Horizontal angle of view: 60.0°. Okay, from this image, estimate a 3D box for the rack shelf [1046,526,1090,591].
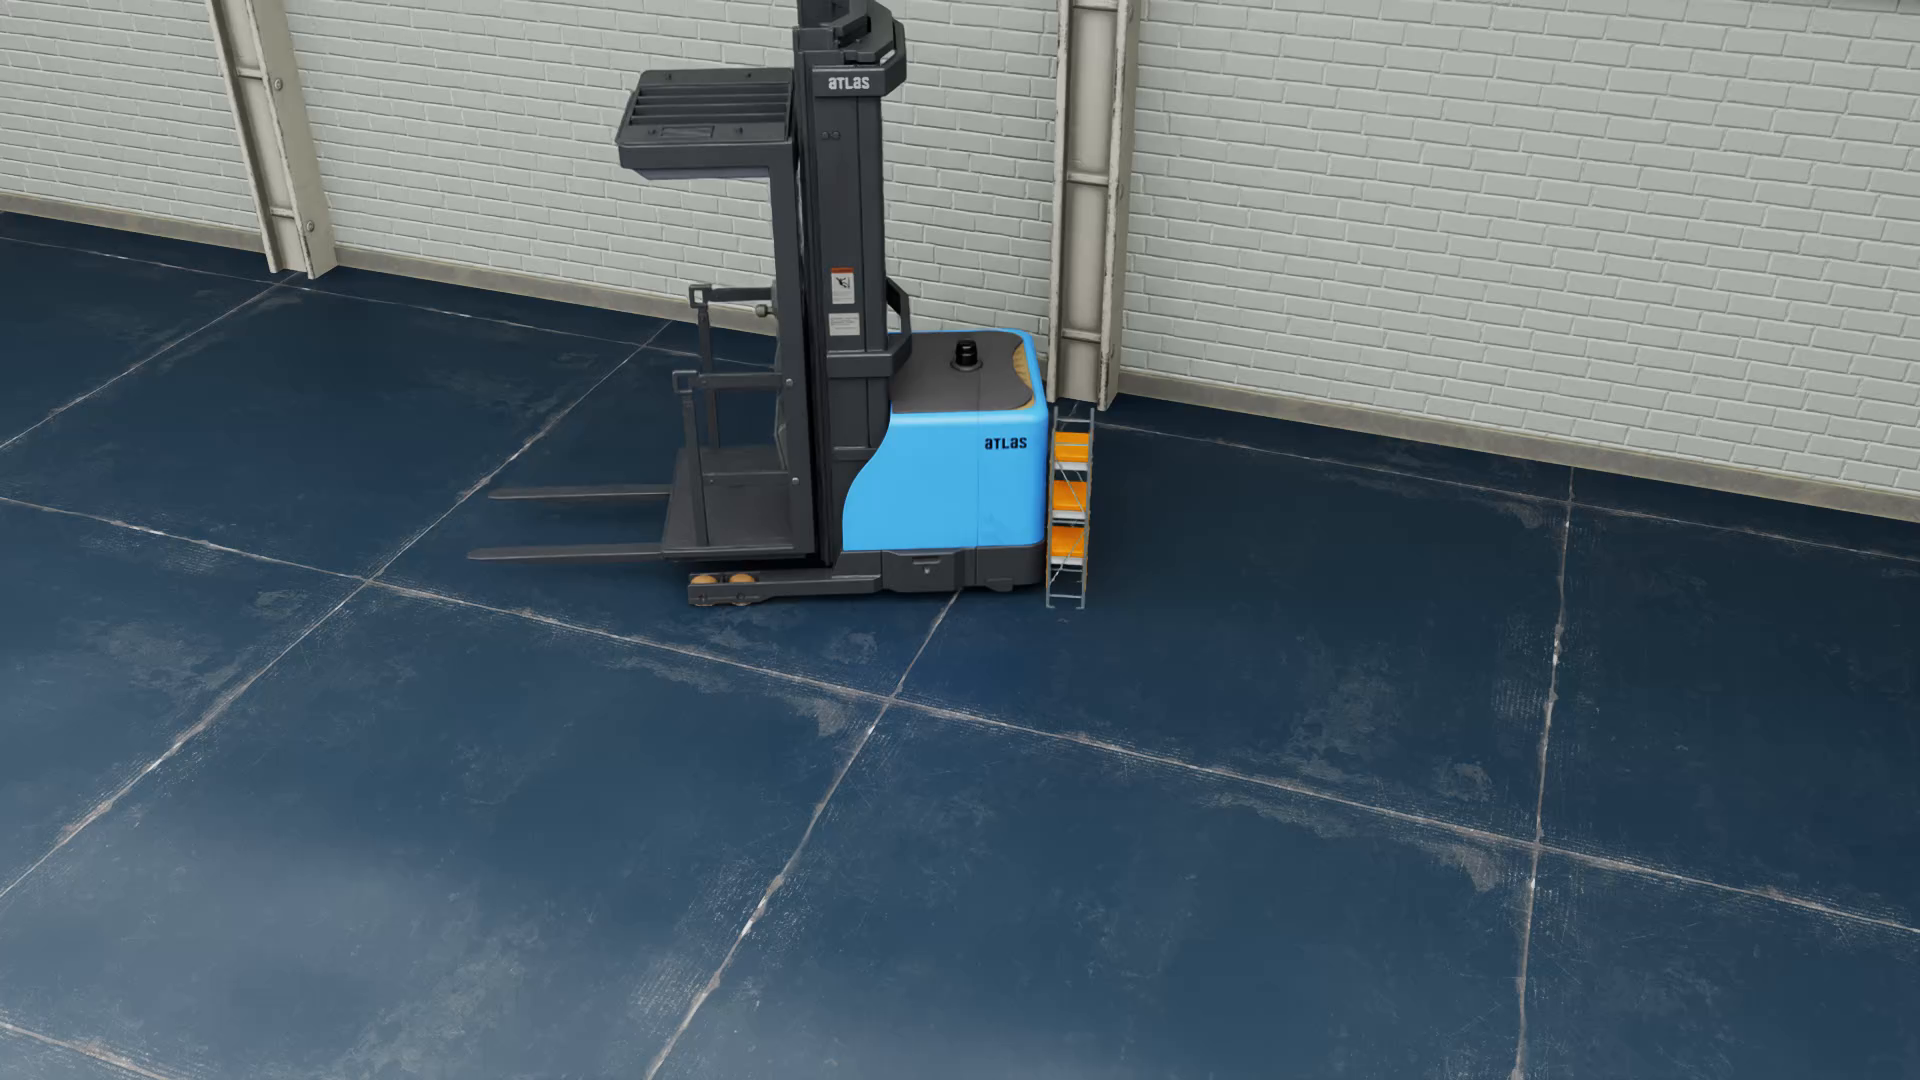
[{"bbox_3d":[0.560,0.087,8.647,0.215,0.259,0.240,3,33,5],"label":"rack shelf"}]

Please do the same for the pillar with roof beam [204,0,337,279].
[{"bbox_3d":[-6.316,-3.606,6.507,0.400,9.000,9.100,11,34,16],"label":"pillar with roof beam"}]

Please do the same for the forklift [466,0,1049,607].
[{"bbox_3d":[-1.082,-1.177,8.340,3.031,2.935,1.130,-2,33,-3],"label":"forklift"}]

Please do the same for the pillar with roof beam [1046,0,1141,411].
[{"bbox_3d":[-0.668,-2.508,4.806,0.400,9.000,9.100,11,34,16],"label":"pillar with roof beam"}]

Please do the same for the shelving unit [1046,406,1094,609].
[{"bbox_3d":[0.560,-0.155,8.491,0.215,1.050,0.252,3,33,5],"label":"shelving unit"}]

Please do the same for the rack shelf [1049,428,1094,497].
[{"bbox_3d":[0.560,-0.385,8.342,0.215,0.259,0.240,3,33,5],"label":"rack shelf"}]

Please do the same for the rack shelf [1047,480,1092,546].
[{"bbox_3d":[0.560,-0.146,8.496,0.215,0.259,0.240,3,33,5],"label":"rack shelf"}]

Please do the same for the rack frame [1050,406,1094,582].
[{"bbox_3d":[0.571,-0.221,8.593,0.200,1.050,0.008,3,33,5],"label":"rack frame"}]

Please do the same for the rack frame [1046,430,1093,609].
[{"bbox_3d":[0.548,-0.089,8.389,0.200,1.050,0.008,3,33,5],"label":"rack frame"}]
